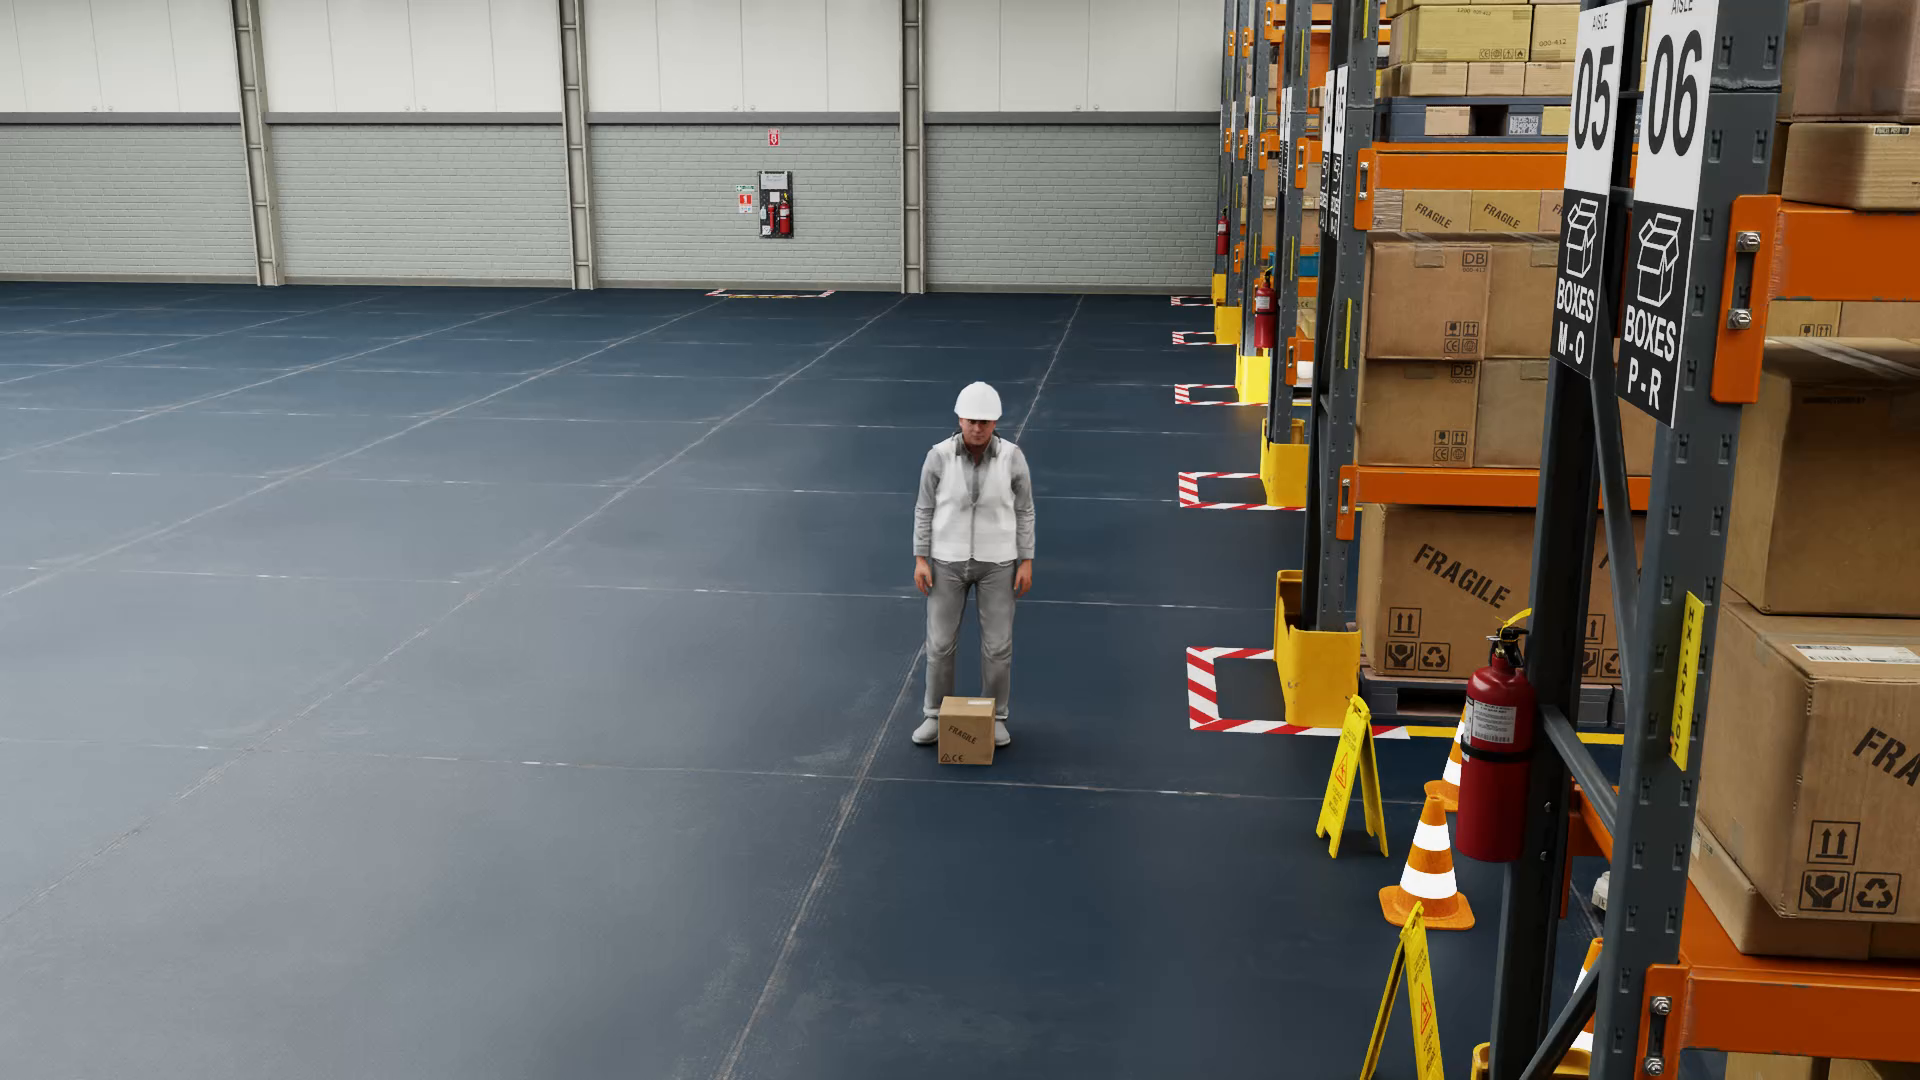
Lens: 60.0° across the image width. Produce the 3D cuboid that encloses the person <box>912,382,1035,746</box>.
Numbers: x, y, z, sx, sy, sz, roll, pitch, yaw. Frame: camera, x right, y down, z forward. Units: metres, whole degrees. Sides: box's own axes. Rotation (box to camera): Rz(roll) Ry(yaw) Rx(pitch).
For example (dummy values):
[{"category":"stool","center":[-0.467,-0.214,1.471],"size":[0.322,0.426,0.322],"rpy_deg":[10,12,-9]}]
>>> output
[{"category":"person","center":[0.065,0.110,8.013],"size":[0.593,1.771,0.464],"rpy_deg":[1,14,3]}]
